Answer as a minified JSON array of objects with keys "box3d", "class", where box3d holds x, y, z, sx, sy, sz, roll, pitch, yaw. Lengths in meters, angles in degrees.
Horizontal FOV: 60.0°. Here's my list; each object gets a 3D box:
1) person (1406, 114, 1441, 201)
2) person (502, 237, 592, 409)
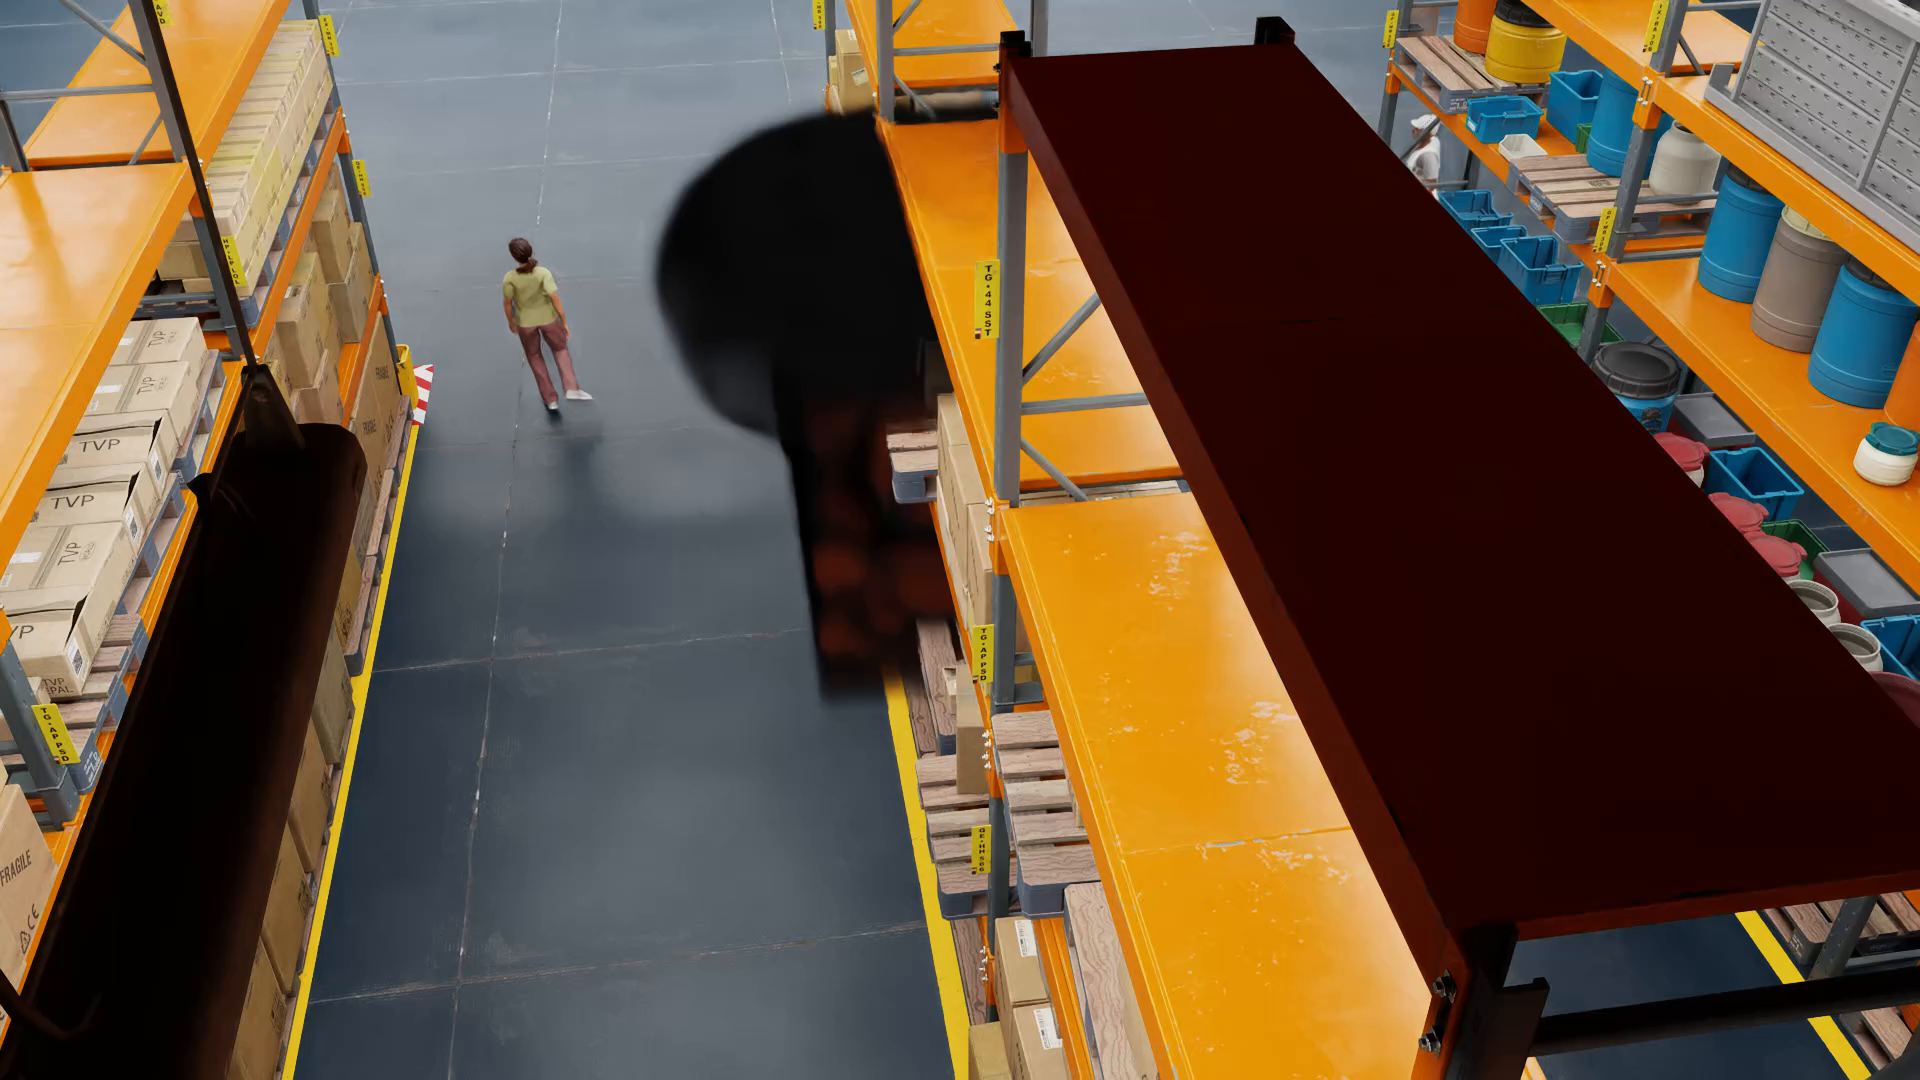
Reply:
[{"box3d":[4.682,-3.418,16.654,0.706,1.725,0.666,11,38,15],"class":"person"},{"box3d":[-3.644,-1.857,14.570,0.603,1.653,0.546,-12,38,-16],"class":"person"}]
